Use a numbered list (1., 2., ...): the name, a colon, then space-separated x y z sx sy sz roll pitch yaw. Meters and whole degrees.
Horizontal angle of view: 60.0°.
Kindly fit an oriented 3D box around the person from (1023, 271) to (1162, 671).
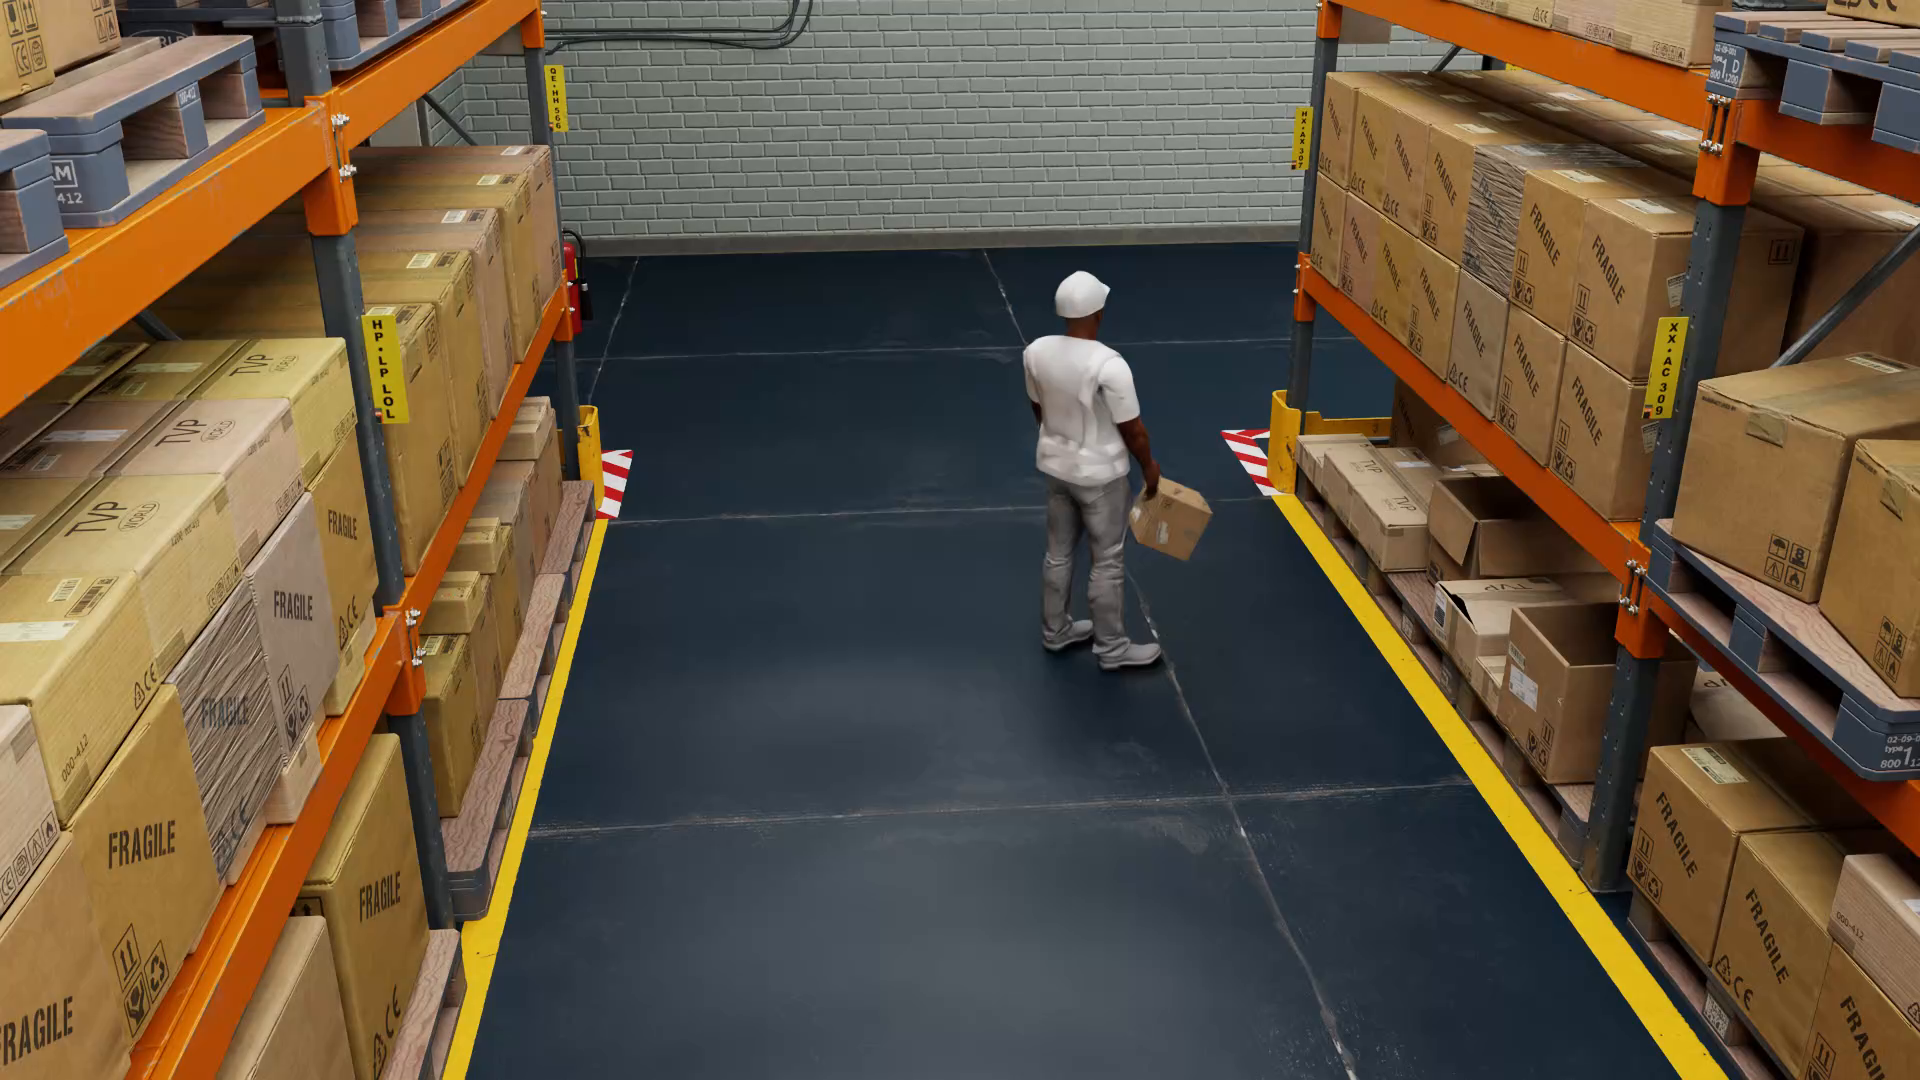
1. person: 0.577 -0.306 7.235 0.609 1.770 0.459 21 31 40
